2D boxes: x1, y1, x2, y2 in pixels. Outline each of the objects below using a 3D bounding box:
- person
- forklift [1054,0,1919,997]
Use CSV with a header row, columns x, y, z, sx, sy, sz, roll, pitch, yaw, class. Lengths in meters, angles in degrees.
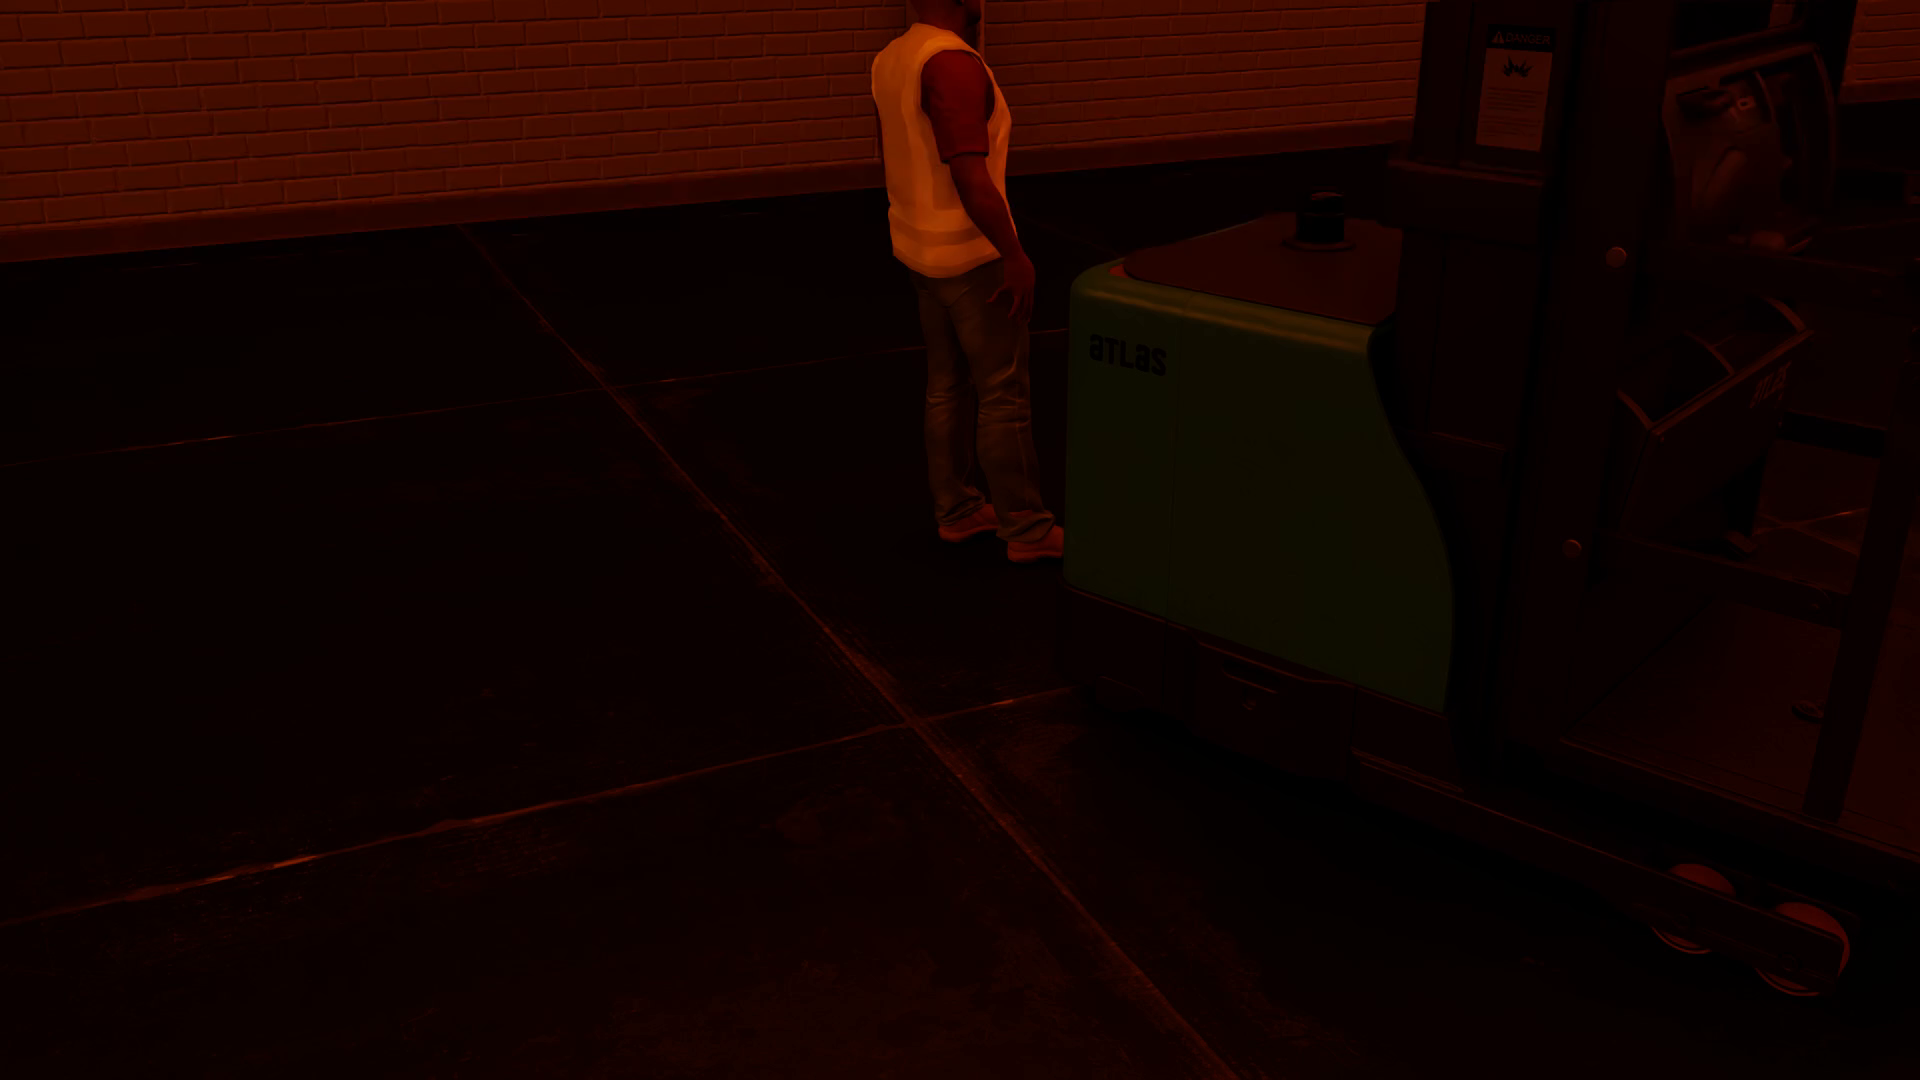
x,y,z,sx,sy,sz,roll,pitch,yaw,class
0.068,-0.830,4.783,0.577,1.765,0.654,-10,25,-23,person
1.674,-0.739,3.064,3.031,2.935,1.130,19,29,38,forklift
